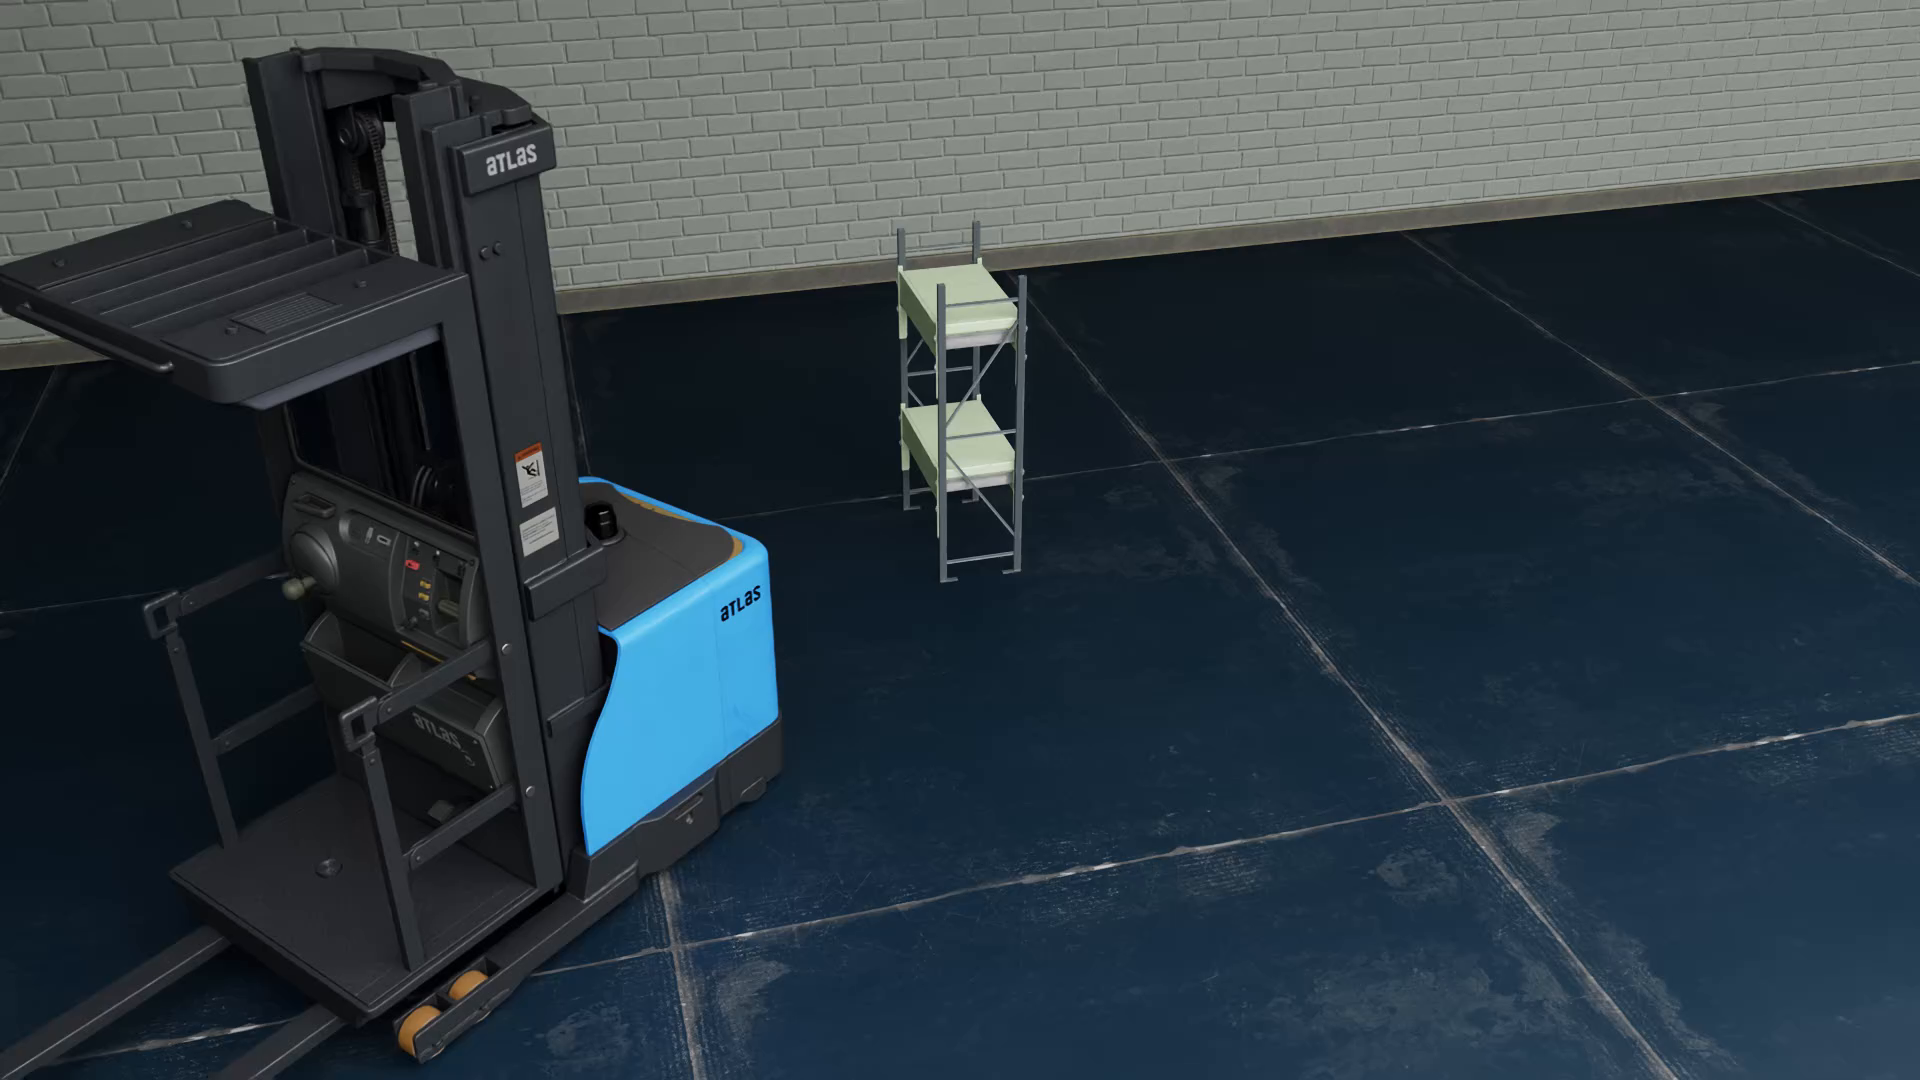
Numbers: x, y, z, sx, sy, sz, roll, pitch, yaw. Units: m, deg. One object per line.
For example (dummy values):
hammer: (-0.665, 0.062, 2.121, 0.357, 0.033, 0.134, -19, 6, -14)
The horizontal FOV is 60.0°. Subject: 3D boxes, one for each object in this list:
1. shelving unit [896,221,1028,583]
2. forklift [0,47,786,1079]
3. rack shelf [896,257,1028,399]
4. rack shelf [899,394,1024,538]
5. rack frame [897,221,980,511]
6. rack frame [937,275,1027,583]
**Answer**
shelving unit: (-0.002, -0.652, 7.880, 0.431, 1.500, 0.755, -8, 31, -13)
forklift: (-1.959, 0.127, 5.105, 1.130, 2.935, 3.031, 20, 36, 30)
rack shelf: (-0.002, -0.990, 7.684, 0.431, 0.370, 0.720, -8, 31, -13)
rack shelf: (-0.002, -0.370, 8.043, 0.431, 0.370, 0.720, -8, 31, -13)
rack frame: (-0.099, -0.829, 8.185, 0.400, 1.500, 0.023, -8, 31, -13)
rack frame: (0.095, -0.476, 7.574, 0.400, 1.500, 0.023, -8, 31, -13)
